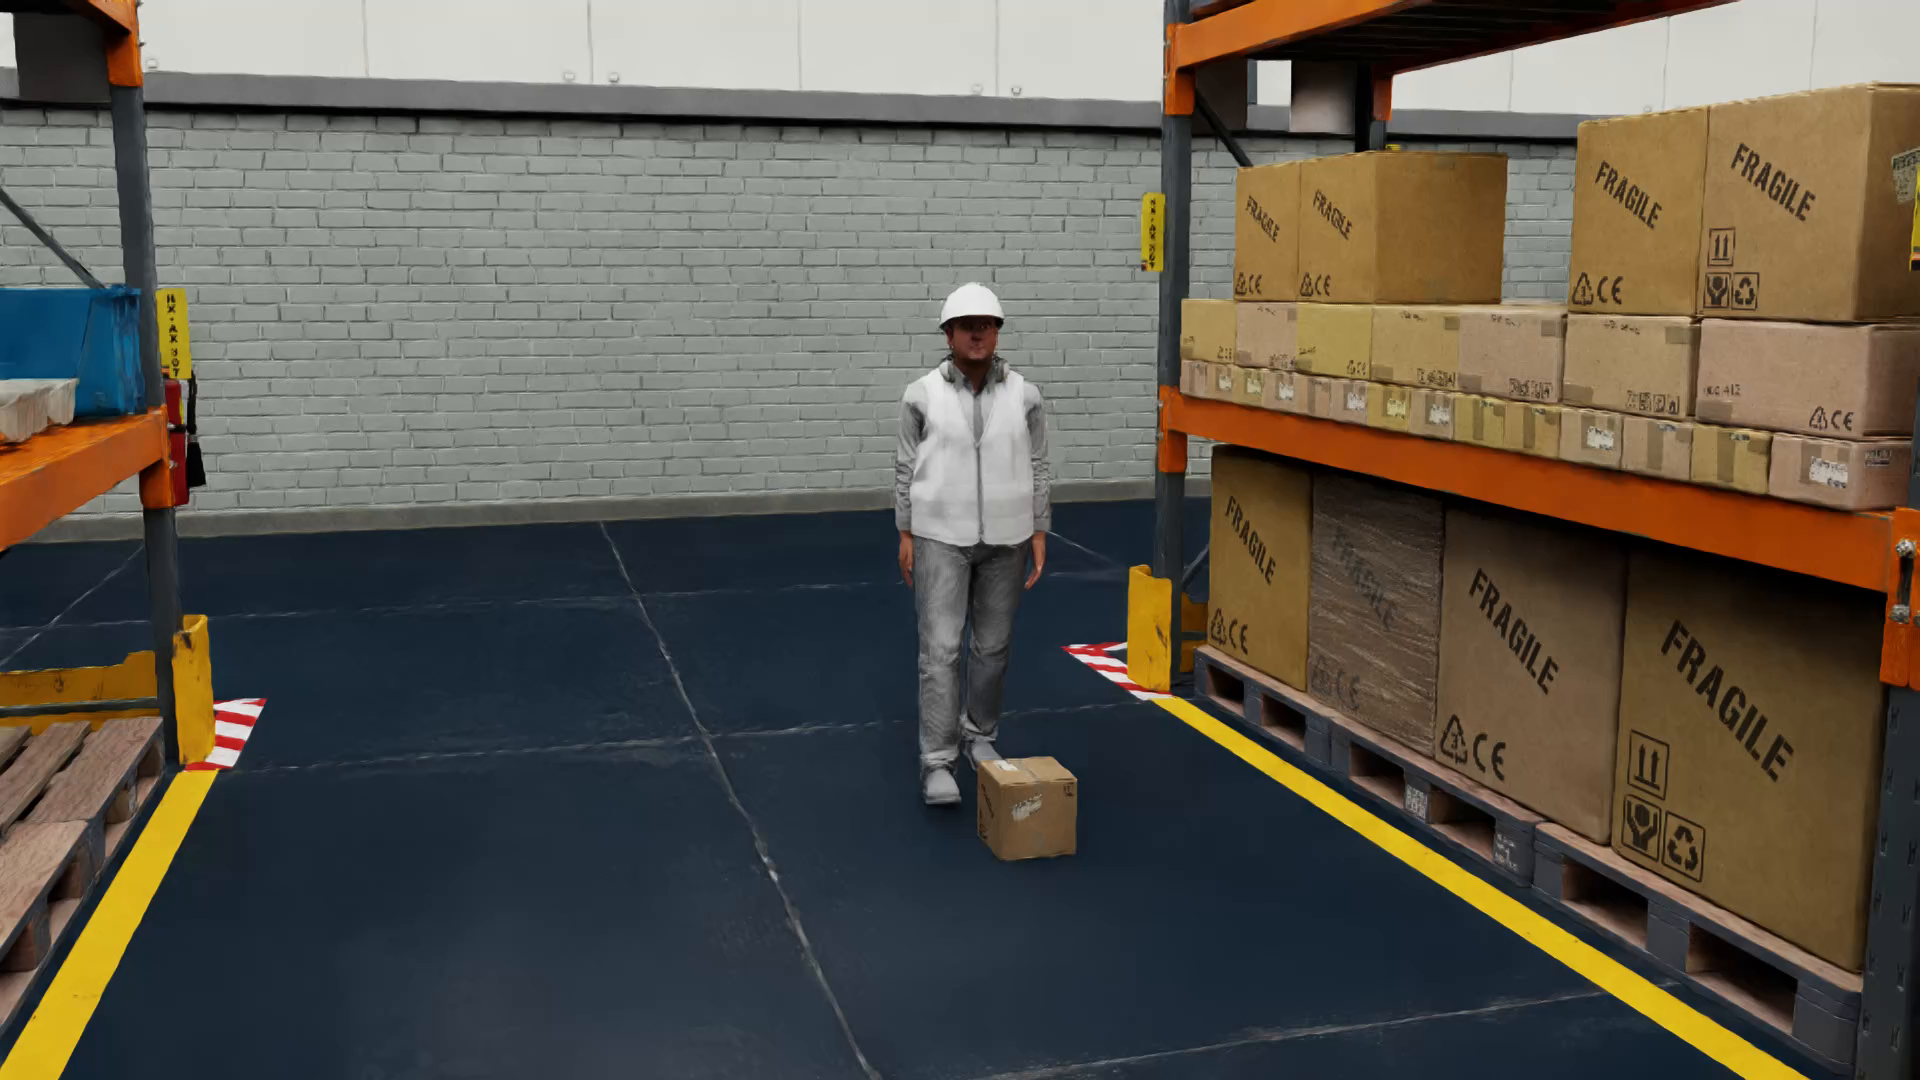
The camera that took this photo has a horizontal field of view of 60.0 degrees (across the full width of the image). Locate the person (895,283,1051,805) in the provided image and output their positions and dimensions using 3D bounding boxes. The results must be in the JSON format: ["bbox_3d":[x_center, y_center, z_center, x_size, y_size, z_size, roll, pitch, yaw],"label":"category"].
[{"bbox_3d":[0.069,0.003,5.736,0.536,1.756,0.782,-2,9,-10],"label":"person"}]
